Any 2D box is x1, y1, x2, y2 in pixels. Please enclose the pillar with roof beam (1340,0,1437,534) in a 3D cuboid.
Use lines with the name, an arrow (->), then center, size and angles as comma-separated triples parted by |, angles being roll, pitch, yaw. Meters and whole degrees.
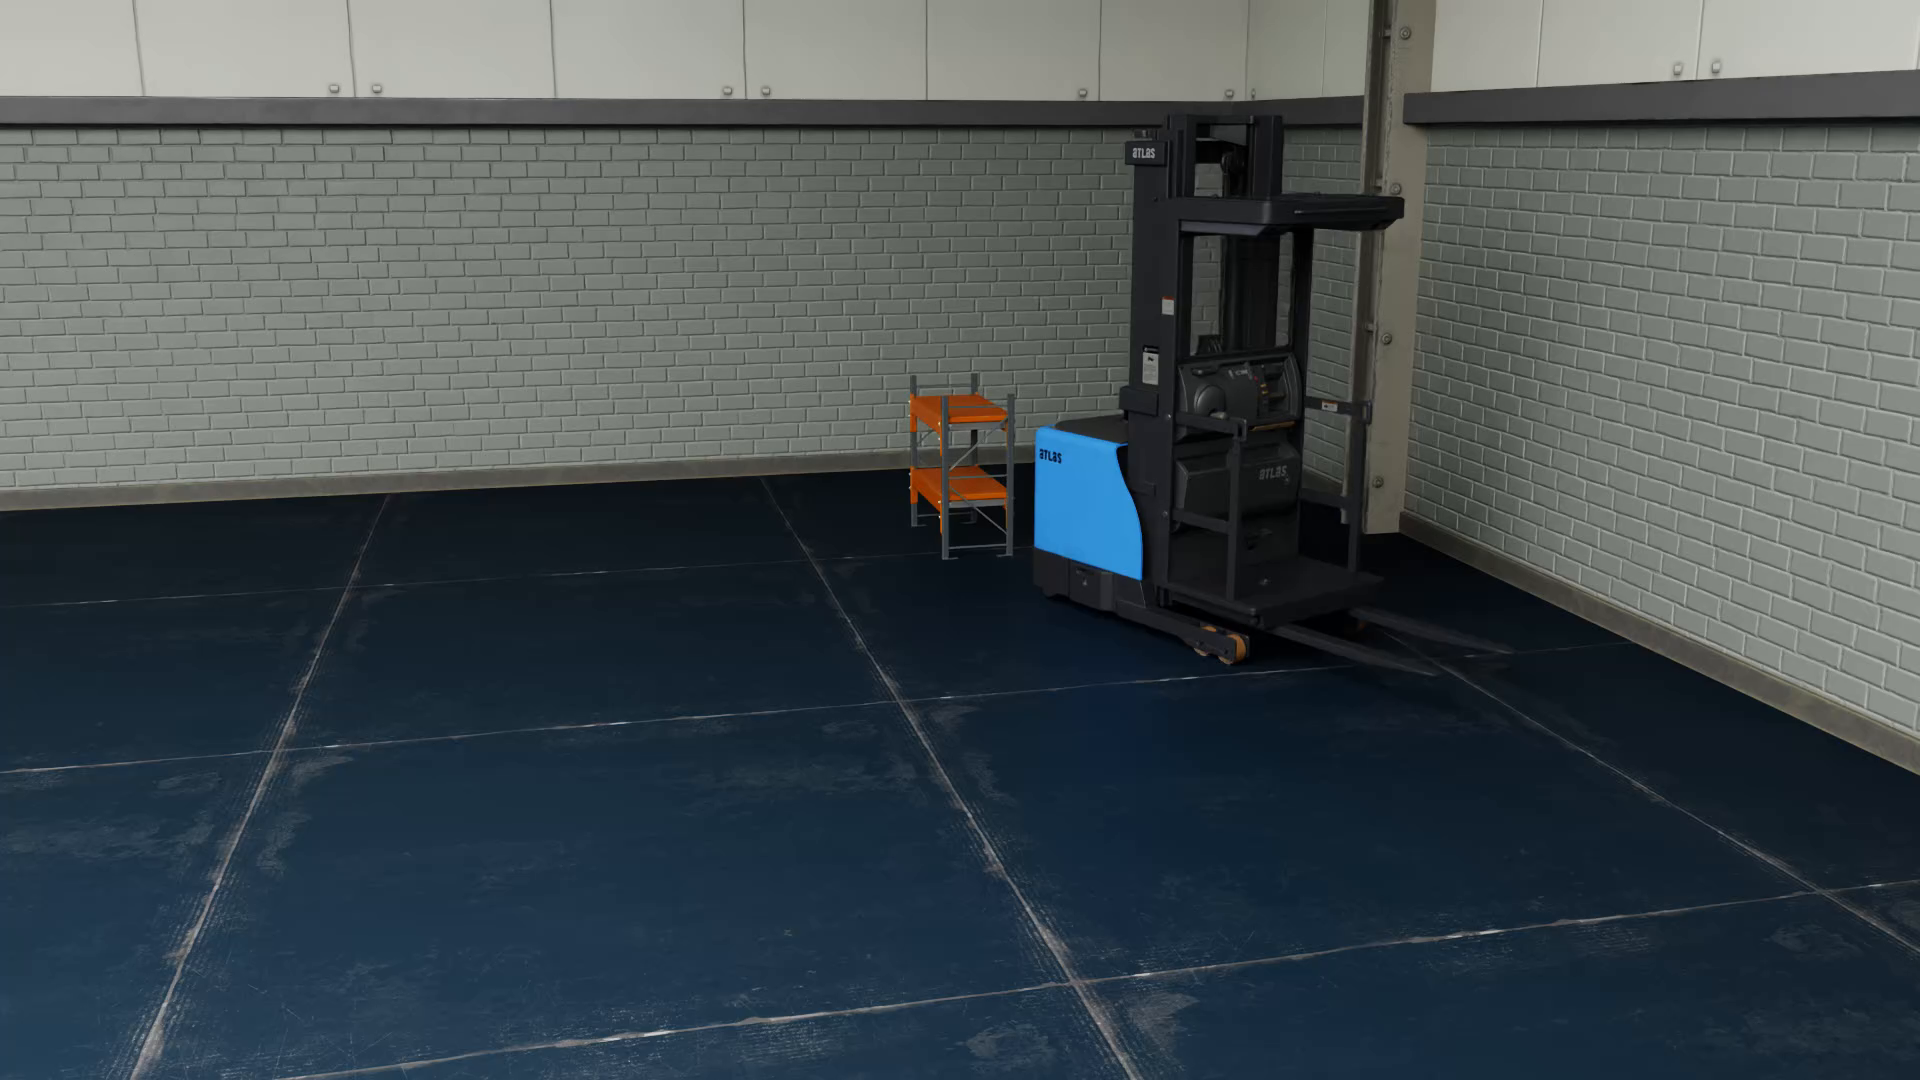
pillar with roof beam -> -1.136, -4.229, 10.274 | 9.100, 9.000, 0.400 | -3, 14, -13

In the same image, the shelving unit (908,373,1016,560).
shelving unit -> 0.002, -0.545, 11.787 | 0.538, 1.125, 1.048 | -3, 14, -13

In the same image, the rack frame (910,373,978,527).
rack frame -> -0.118, -0.662, 12.267 | 0.500, 1.125, 0.032 | -3, 14, -13

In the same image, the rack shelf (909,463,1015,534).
rack shelf -> 0.002, -0.307, 11.845 | 0.538, 0.278, 1.000 | -3, 14, -13

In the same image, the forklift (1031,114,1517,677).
forklift -> 1.727, -0.872, 9.319 | 1.130, 2.935, 3.031 | -10, 17, -35

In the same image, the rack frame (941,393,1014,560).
rack frame -> 0.121, -0.428, 11.307 | 0.500, 1.125, 0.032 | -3, 14, -13

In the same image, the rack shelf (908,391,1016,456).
rack shelf -> 0.002, -0.829, 11.718 | 0.538, 0.278, 1.000 | -3, 14, -13
